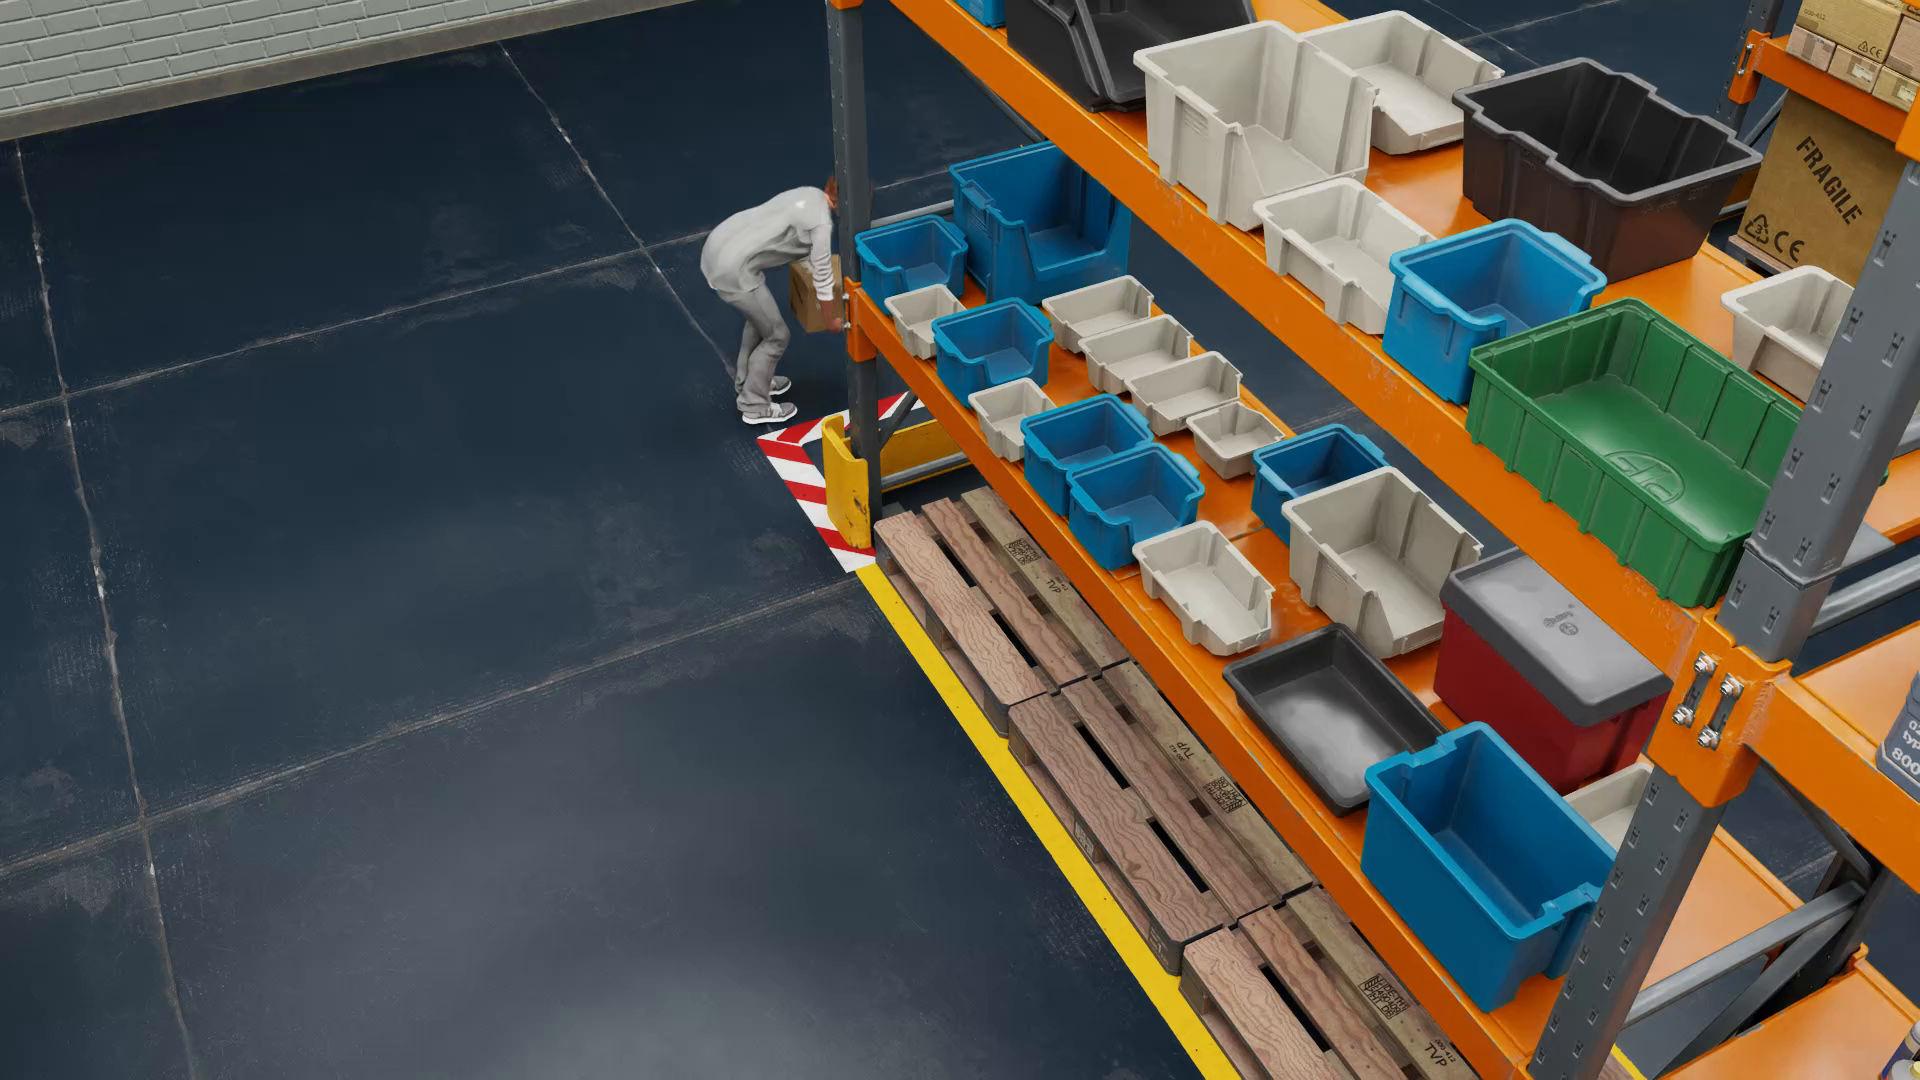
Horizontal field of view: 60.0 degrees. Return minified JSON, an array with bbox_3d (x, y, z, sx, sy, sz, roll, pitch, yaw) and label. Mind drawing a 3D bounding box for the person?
[{"bbox_3d":[-0.777,-1.150,7.827,0.821,1.186,0.382,-15,44,-17],"label":"person"}]
